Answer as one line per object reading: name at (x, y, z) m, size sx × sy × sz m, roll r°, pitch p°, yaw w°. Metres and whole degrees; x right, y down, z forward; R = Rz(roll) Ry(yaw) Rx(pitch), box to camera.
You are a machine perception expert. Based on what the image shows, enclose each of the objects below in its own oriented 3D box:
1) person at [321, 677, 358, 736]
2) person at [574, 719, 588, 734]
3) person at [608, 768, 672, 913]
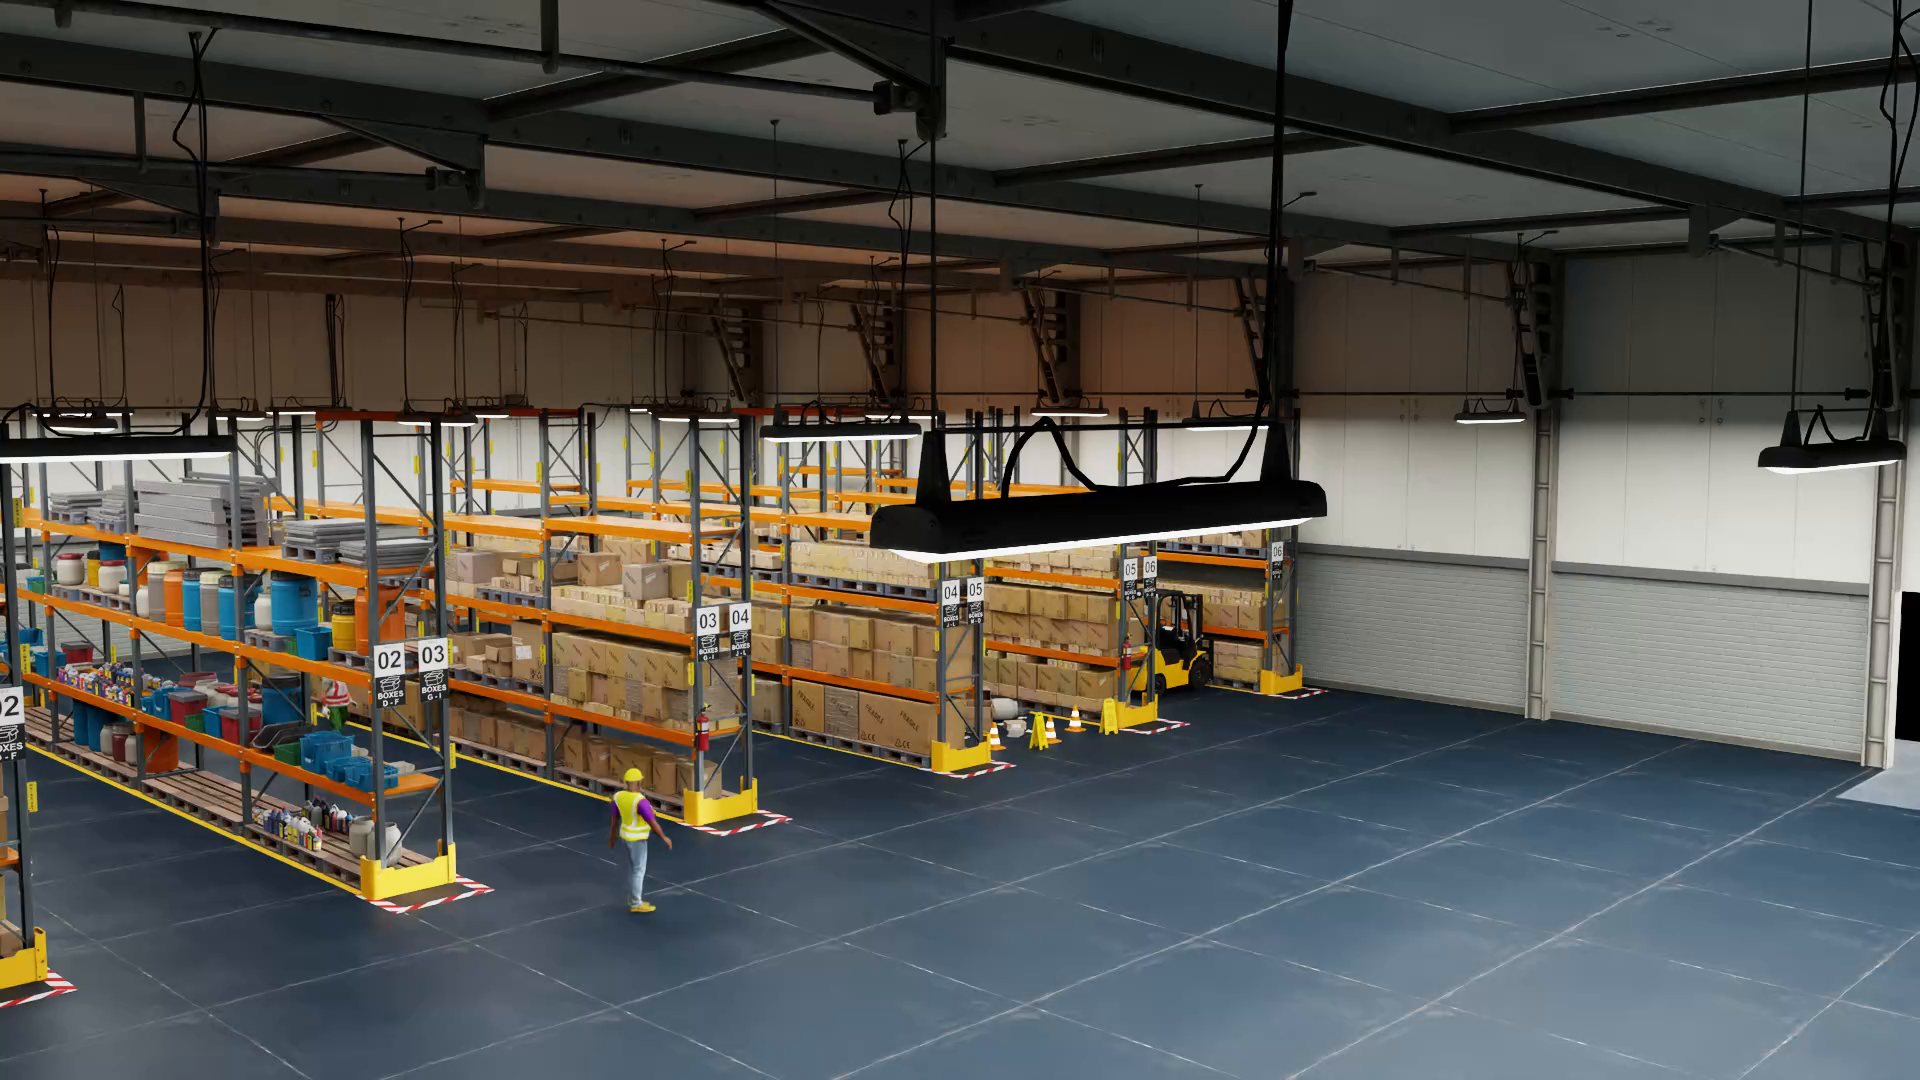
person at (-10.791, 2.881, 28.936) m, size 1.051 × 1.737 × 0.652 m, roll 5°, pitch 7°, yaw 42°
person at (-6.906, 2.852, 30.270) m, size 0.482 × 1.622 × 0.529 m, roll 0°, pitch 5°, yaw 5°
person at (-3.902, 3.665, 20.321) m, size 0.650 × 1.794 × 0.624 m, roll -3°, pitch 6°, yaw -29°
